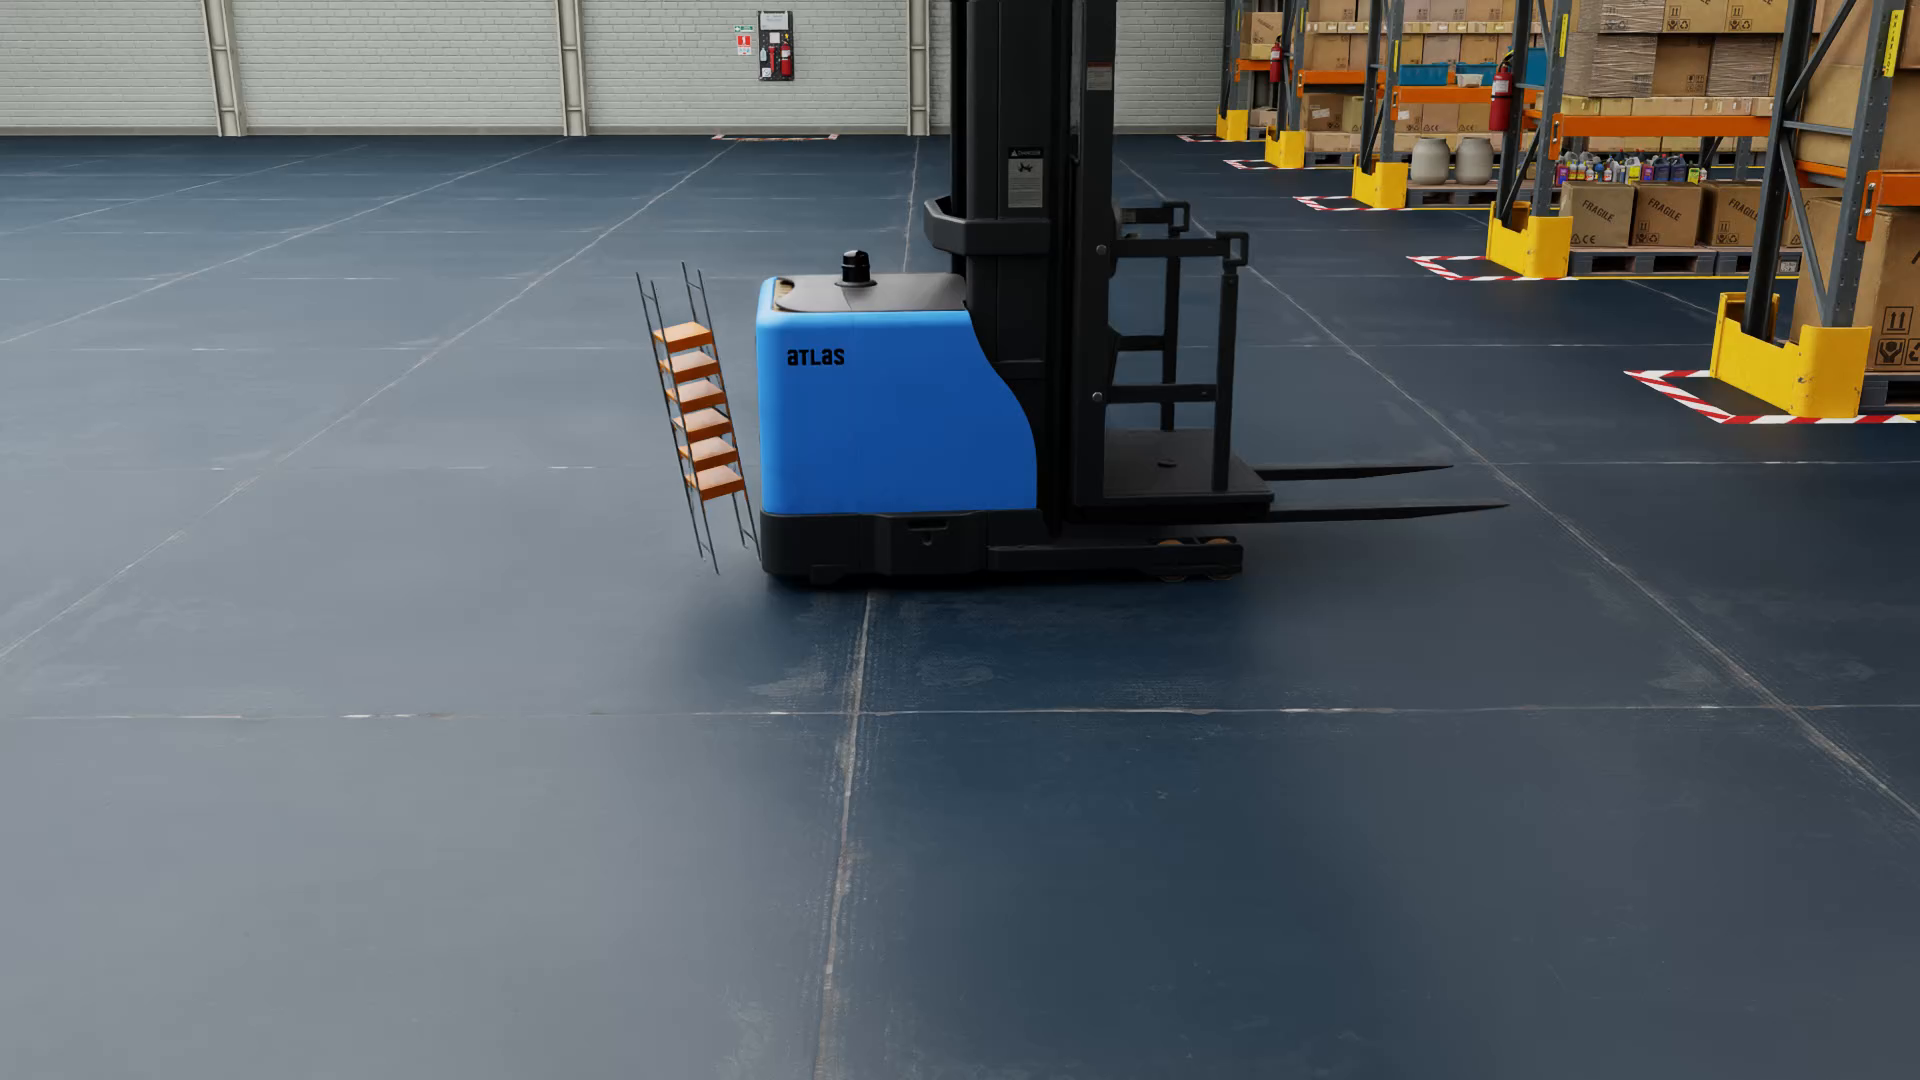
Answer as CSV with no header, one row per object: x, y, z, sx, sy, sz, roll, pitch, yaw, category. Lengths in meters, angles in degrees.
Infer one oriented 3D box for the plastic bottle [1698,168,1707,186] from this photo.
8.382,-4.102,18.786,0.097,0.201,0.097,0,18,0,plastic bottle

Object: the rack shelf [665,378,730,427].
-1.031,-0.540,6.496,0.180,0.103,0.258,-18,23,-20,rack shelf

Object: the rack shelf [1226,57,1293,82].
6.584,-7.996,28.241,4.000,0.370,1.077,0,18,-1,rack shelf

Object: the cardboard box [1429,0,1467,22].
6.717,-7.489,23.196,0.500,0.500,0.700,0,18,-1,cardboard box

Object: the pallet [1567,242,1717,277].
5.708,-2.456,14.358,1.213,0.211,1.003,0,18,-1,pallet

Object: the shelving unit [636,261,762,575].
-1.019,-0.470,6.524,0.189,1.200,0.258,-18,23,-20,shelving unit

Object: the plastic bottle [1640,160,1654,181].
7.747,-4.133,18.747,0.133,0.283,0.061,1,18,3,plastic bottle

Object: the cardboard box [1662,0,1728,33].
5.873,-4.375,13.489,0.500,0.500,0.500,0,18,-1,cardboard box

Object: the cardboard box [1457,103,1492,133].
7.206,-6.012,23.463,0.500,0.500,0.500,0,18,-1,cardboard box

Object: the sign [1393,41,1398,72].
4.745,-5.267,18.102,0.005,0.325,0.100,0,18,-1,sign

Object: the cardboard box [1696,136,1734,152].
10.611,-5.660,23.594,0.500,0.250,0.500,0,18,0,cardboard box

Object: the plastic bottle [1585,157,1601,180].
7.340,-4.310,19.310,0.135,0.276,0.152,0,18,-1,plastic bottle

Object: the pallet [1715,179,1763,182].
9.525,-4.010,19.203,1.213,0.211,1.003,0,18,-1,pallet

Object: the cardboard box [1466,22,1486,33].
7.128,-7.119,23.104,0.250,0.149,0.380,0,18,1,cardboard box

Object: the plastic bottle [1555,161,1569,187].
6.785,-4.128,18.733,0.133,0.283,0.061,0,18,0,plastic bottle

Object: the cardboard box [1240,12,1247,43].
5.052,-8.691,28.215,0.500,0.500,0.500,0,18,-1,cardboard box

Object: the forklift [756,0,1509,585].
0.701,-1.387,6.574,3.031,2.935,1.130,-2,18,-5,forklift

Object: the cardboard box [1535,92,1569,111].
5.101,-3.735,14.192,0.250,0.149,0.380,0,18,-1,cardboard box

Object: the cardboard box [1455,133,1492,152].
7.206,-5.651,23.566,0.500,0.250,0.500,0,18,-1,cardboard box

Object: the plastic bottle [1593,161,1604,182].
7.204,-4.130,18.758,0.097,0.271,0.097,0,18,0,plastic bottle

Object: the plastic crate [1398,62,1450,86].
5.236,-5.326,18.983,0.616,0.251,0.499,0,18,-1,plastic crate

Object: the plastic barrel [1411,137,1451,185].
5.398,-4.345,19.067,0.421,0.512,0.421,0,18,0,plastic barrel

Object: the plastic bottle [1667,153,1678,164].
8.099,-4.223,18.919,0.185,0.351,0.144,0,18,-1,plastic bottle

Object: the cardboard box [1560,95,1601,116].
5.108,-3.599,13.768,0.250,0.149,0.380,0,18,-1,cardboard box

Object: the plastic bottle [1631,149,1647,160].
7.927,-4.393,19.449,0.185,0.351,0.144,0,18,1,plastic bottle

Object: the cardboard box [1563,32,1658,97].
5.369,-3.974,13.874,0.500,0.500,0.875,0,18,-1,cardboard box

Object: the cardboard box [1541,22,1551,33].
8.150,-7.124,23.120,0.250,0.149,0.380,-1,18,-2,cardboard box

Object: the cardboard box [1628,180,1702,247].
6.041,-2.811,14.305,0.500,0.500,0.500,4,18,14,cardboard box

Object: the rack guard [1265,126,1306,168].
4.642,-5.626,23.766,0.348,0.500,1.175,0,18,-1,rack guard

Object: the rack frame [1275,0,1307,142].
4.666,-6.816,23.384,0.127,3.000,1.000,0,18,-1,rack frame

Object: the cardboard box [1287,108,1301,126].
5.848,-7.237,28.377,0.500,0.311,0.500,1,18,4,cardboard box

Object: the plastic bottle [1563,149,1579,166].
7.127,-4.389,19.437,0.185,0.351,0.144,0,18,1,plastic bottle

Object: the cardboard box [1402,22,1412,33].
6.094,-7.114,23.088,0.250,0.149,0.380,-1,18,-3,cardboard box

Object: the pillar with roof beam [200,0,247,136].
-12.659,-10.051,23.649,0.400,9.000,9.100,0,18,-1,pillar with roof beam

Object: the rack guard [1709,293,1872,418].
4.772,-1.085,9.610,0.348,0.500,1.175,0,18,-1,rack guard

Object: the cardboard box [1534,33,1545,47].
8.222,-6.879,23.417,0.500,0.500,0.700,-1,18,-2,cardboard box

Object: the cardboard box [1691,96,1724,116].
6.108,-3.598,13.764,0.250,0.149,0.380,0,18,-1,cardboard box

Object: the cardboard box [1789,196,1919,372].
5.473,-1.487,9.562,0.875,0.875,0.875,0,18,-1,cardboard box

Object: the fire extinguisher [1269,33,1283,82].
4.541,-6.920,23.837,0.183,0.674,0.296,0,18,-1,fire extinguisher

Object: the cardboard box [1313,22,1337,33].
5.062,-7.109,23.071,0.250,0.149,0.380,0,18,-1,cardboard box

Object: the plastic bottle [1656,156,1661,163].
8.094,-4.328,19.356,0.133,0.283,0.061,0,18,-1,plastic bottle

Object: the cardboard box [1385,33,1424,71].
6.155,-6.867,23.378,0.500,0.500,0.700,0,18,0,cardboard box

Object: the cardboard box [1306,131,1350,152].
5.206,-5.641,23.536,0.500,0.250,0.500,0,18,-1,cardboard box

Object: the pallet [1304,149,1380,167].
5.430,-5.505,23.862,1.213,0.211,1.003,0,18,-1,pallet

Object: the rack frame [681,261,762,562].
-0.937,-0.496,6.555,0.006,1.200,0.240,-18,23,-20,rack frame

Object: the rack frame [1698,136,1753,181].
8.740,-5.322,18.728,0.127,3.000,1.000,0,18,-1,rack frame
